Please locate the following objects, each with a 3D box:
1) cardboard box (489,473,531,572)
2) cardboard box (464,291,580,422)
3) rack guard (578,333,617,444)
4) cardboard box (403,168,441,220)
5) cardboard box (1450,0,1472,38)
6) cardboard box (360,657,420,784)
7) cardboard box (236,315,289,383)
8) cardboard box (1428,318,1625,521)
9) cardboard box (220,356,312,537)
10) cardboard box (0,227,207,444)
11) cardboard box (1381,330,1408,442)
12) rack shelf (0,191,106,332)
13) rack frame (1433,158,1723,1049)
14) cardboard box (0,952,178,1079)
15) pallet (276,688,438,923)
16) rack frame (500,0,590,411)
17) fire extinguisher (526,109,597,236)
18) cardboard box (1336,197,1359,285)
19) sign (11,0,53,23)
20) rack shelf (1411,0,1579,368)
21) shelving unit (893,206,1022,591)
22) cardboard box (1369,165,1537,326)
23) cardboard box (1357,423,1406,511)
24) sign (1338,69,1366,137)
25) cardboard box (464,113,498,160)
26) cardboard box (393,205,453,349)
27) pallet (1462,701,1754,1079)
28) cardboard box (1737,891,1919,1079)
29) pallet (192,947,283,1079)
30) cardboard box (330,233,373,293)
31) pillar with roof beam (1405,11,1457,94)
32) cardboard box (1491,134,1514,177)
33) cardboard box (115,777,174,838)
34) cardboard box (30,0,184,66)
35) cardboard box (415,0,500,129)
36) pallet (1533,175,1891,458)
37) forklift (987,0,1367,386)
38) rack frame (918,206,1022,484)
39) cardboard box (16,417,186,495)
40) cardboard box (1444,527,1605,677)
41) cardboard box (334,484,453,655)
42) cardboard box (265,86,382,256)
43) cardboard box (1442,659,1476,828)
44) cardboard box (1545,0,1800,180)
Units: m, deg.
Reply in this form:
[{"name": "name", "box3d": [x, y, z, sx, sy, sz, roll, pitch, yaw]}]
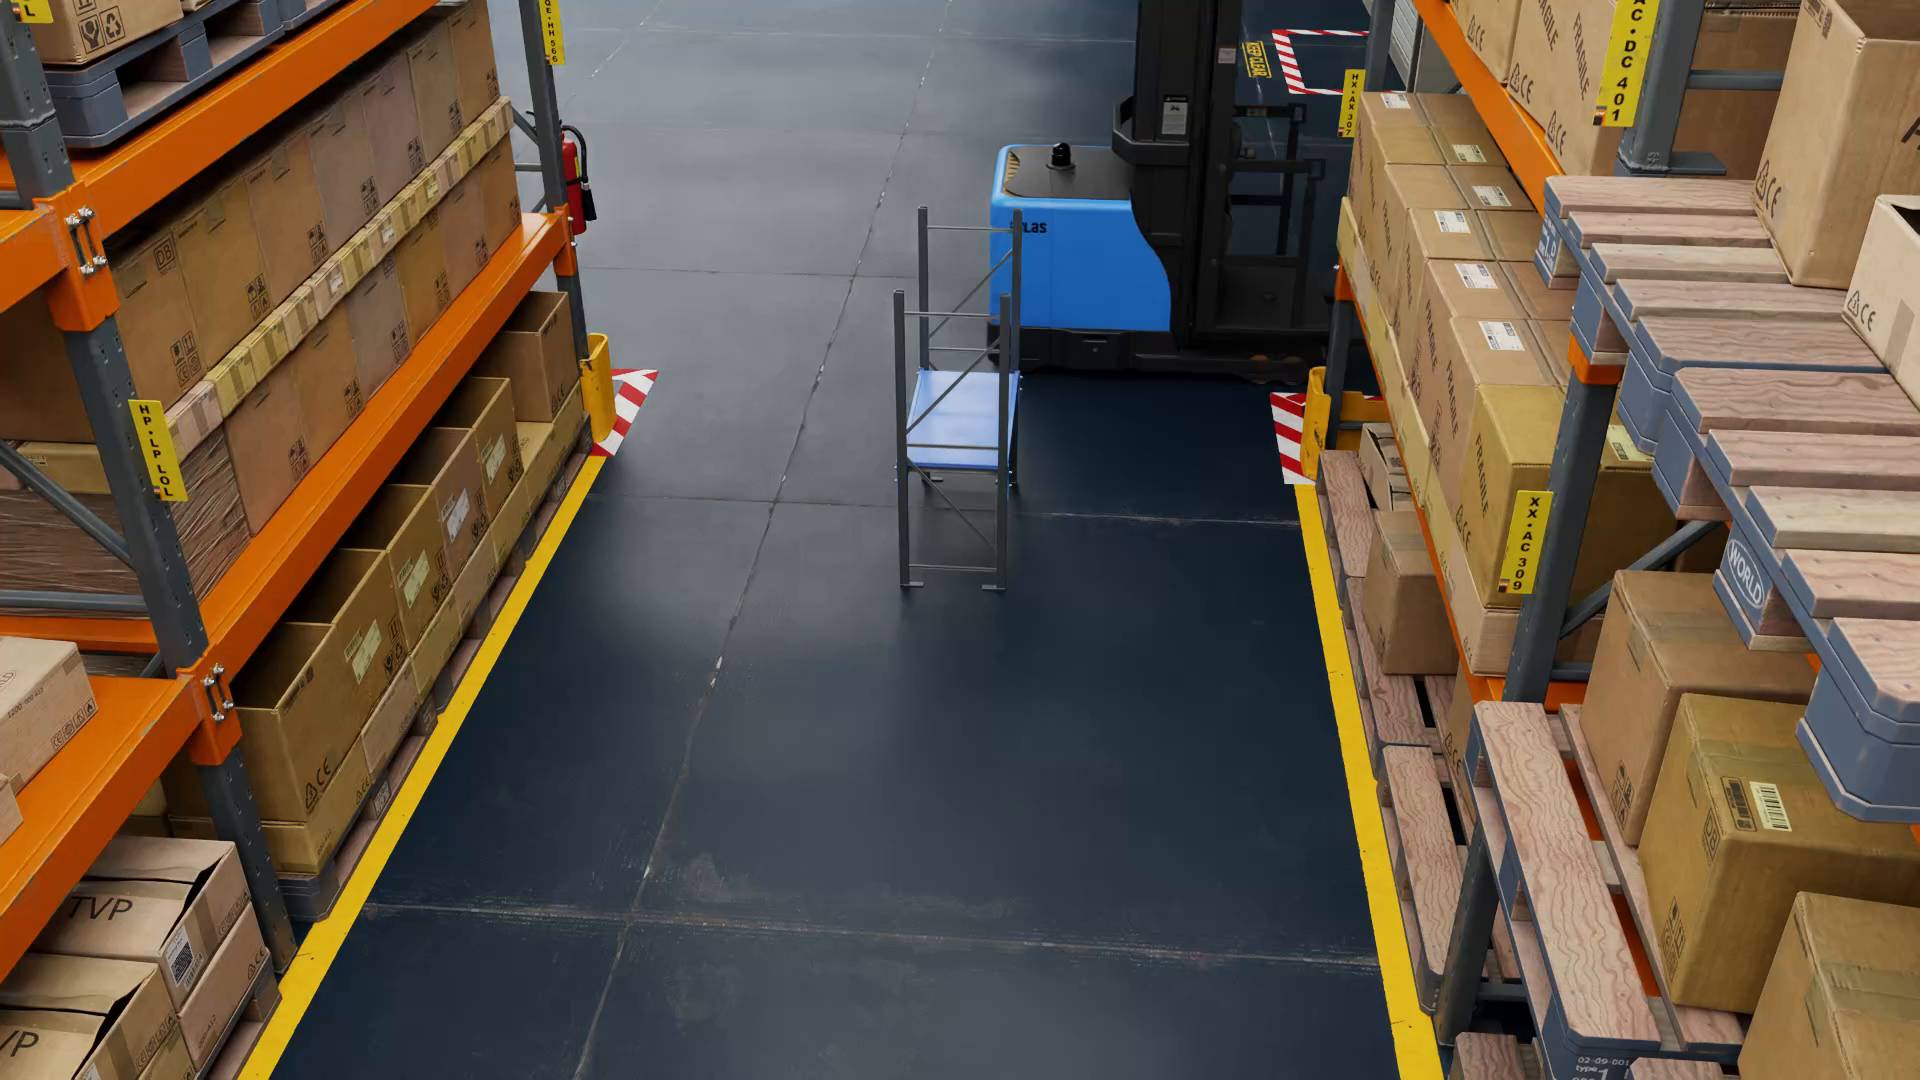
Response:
[{"name": "cardboard box", "box3d": [-2.338, -0.097, 7.768, 0.500, 0.250, 0.500, 2, 32, 4]}, {"name": "cardboard box", "box3d": [-2.268, -0.939, 8.421, 0.500, 0.500, 0.500, 2, 32, 4]}, {"name": "rack guard", "box3d": [-2.519, -0.853, 9.158, 1.175, 0.500, 0.348, 2, 32, 4]}, {"name": "cardboard box", "box3d": [-2.446, -1.476, 7.073, 0.380, 0.149, 0.250, 3, 32, 6]}, {"name": "cardboard box", "box3d": [2.000, -2.027, 5.707, 0.500, 0.500, 0.500, 4, 32, 7]}, {"name": "cardboard box", "box3d": [-2.461, 0.688, 6.495, 0.500, 0.250, 0.500, 2, 32, 4]}, {"name": "cardboard box", "box3d": [-2.572, -0.668, 5.761, 0.380, 0.149, 0.250, 2, 32, 4]}, {"name": "cardboard box", "box3d": [1.856, -0.389, 5.432, 0.500, 0.500, 0.500, 2, 32, 4]}, {"name": "cardboard box", "box3d": [-2.780, -0.364, 5.887, 0.700, 0.500, 0.500, 2, 32, 3]}, {"name": "cardboard box", "box3d": [-2.817, -0.640, 5.098, 0.700, 0.500, 0.500, 3, 32, 4]}, {"name": "cardboard box", "box3d": [1.942, -0.596, 6.482, 0.500, 0.250, 0.500, 3, 32, 4]}, {"name": "rack shelf", "box3d": [-3.009, 0.262, 2.793, 1.077, 0.370, 4.000, 2, 32, 4]}, {"name": "rack frame", "box3d": [2.091, 0.396, 4.748, 1.000, 3.000, 0.127, 2, 32, 4]}, {"name": "cardboard box", "box3d": [-2.630, 1.436, 4.747, 0.500, 0.311, 0.500, 3, 32, 5]}, {"name": "pallet", "box3d": [-2.740, 0.960, 6.491, 1.003, 0.211, 1.213, 2, 32, 4]}, {"name": "rack frame", "box3d": [-2.521, -1.905, 8.482, 1.000, 3.000, 0.127, 2, 32, 4]}, {"name": "fire extinguisher", "box3d": [-2.048, -1.914, 8.570, 0.296, 0.674, 0.183, 2, 32, 4]}, {"name": "cardboard box", "box3d": [2.061, -1.398, 7.784, 0.500, 0.250, 0.500, 2, 32, 3]}, {"name": "sign", "box3d": [-2.305, -1.426, 4.053, 0.100, 0.325, 0.005, 2, 32, 4]}, {"name": "rack shelf", "box3d": [2.254, -1.620, 5.847, 1.077, 0.370, 4.000, 2, 32, 4]}, {"name": "shelving unit", "box3d": [0.007, -0.683, 7.929, 0.538, 1.500, 1.048, 2, 32, 4]}, {"name": "cardboard box", "box3d": [1.980, -1.194, 6.738, 0.500, 0.500, 0.500, 1, 32, 2]}, {"name": "cardboard box", "box3d": [2.271, -0.380, 8.151, 0.500, 0.311, 0.500, -1, 32, -2]}, {"name": "sign", "box3d": [1.876, -2.087, 7.952, 0.100, 0.325, 0.005, 2, 32, 4]}, {"name": "cardboard box", "box3d": [-2.382, -1.879, 7.726, 0.380, 0.149, 0.250, 3, 32, 5]}, {"name": "cardboard box", "box3d": [-2.656, -1.170, 7.194, 0.700, 0.500, 0.500, 3, 32, 4]}, {"name": "pallet", "box3d": [1.884, 0.871, 4.160, 1.003, 0.211, 1.213, 2, 32, 4]}, {"name": "cardboard box", "box3d": [1.941, 1.069, 3.142, 0.700, 0.500, 0.500, 7, 32, 11]}, {"name": "pallet", "box3d": [-2.868, 1.761, 5.192, 1.003, 0.211, 1.213, 2, 32, 4]}, {"name": "cardboard box", "box3d": [-2.509, -1.074, 6.421, 0.380, 0.149, 0.250, 2, 32, 4]}, {"name": "pillar with roof beam", "box3d": [-0.580, -7.168, 11.303, 9.100, 9.000, 0.400, 2, 32, 4]}, {"name": "cardboard box", "box3d": [2.539, -1.441, 7.138, 0.500, 0.500, 0.500, 3, 32, 5]}, {"name": "cardboard box", "box3d": [-3.026, 0.927, 6.108, 0.500, 0.250, 0.500, 2, 32, 4]}, {"name": "cardboard box", "box3d": [-2.543, -1.623, 4.537, 0.500, 0.500, 0.500, 5, 32, 8]}, {"name": "cardboard box", "box3d": [-2.576, -2.229, 7.675, 0.700, 0.500, 0.500, 3, 32, 4]}, {"name": "pallet", "box3d": [1.935, -0.482, 3.494, 1.213, 0.211, 1.003, 2, 32, 4]}, {"name": "forklift", "box3d": [1.700, -2.441, 9.417, 3.031, 2.935, 1.130, 2, 32, 4]}, {"name": "rack frame", "box3d": [0.048, -0.949, 8.360, 0.500, 1.500, 0.032, 2, 32, 4]}, {"name": "cardboard box", "box3d": [-2.632, -0.264, 5.106, 0.380, 0.149, 0.250, 2, 32, 4]}, {"name": "cardboard box", "box3d": [1.828, 0.191, 5.205, 0.500, 0.250, 0.500, 3, 32, 4]}, {"name": "cardboard box", "box3d": [-2.415, 0.107, 6.723, 0.500, 0.500, 0.500, 2, 32, 4]}, {"name": "cardboard box", "box3d": [-2.694, -1.428, 6.376, 0.700, 0.500, 0.500, 2, 32, 4]}, {"name": "cardboard box", "box3d": [2.136, 0.729, 6.172, 0.500, 0.500, 0.500, 0, 32, 0]}, {"name": "cardboard box", "box3d": [1.886, -1.208, 4.377, 0.500, 0.500, 0.500, 3, 32, 5]}]
